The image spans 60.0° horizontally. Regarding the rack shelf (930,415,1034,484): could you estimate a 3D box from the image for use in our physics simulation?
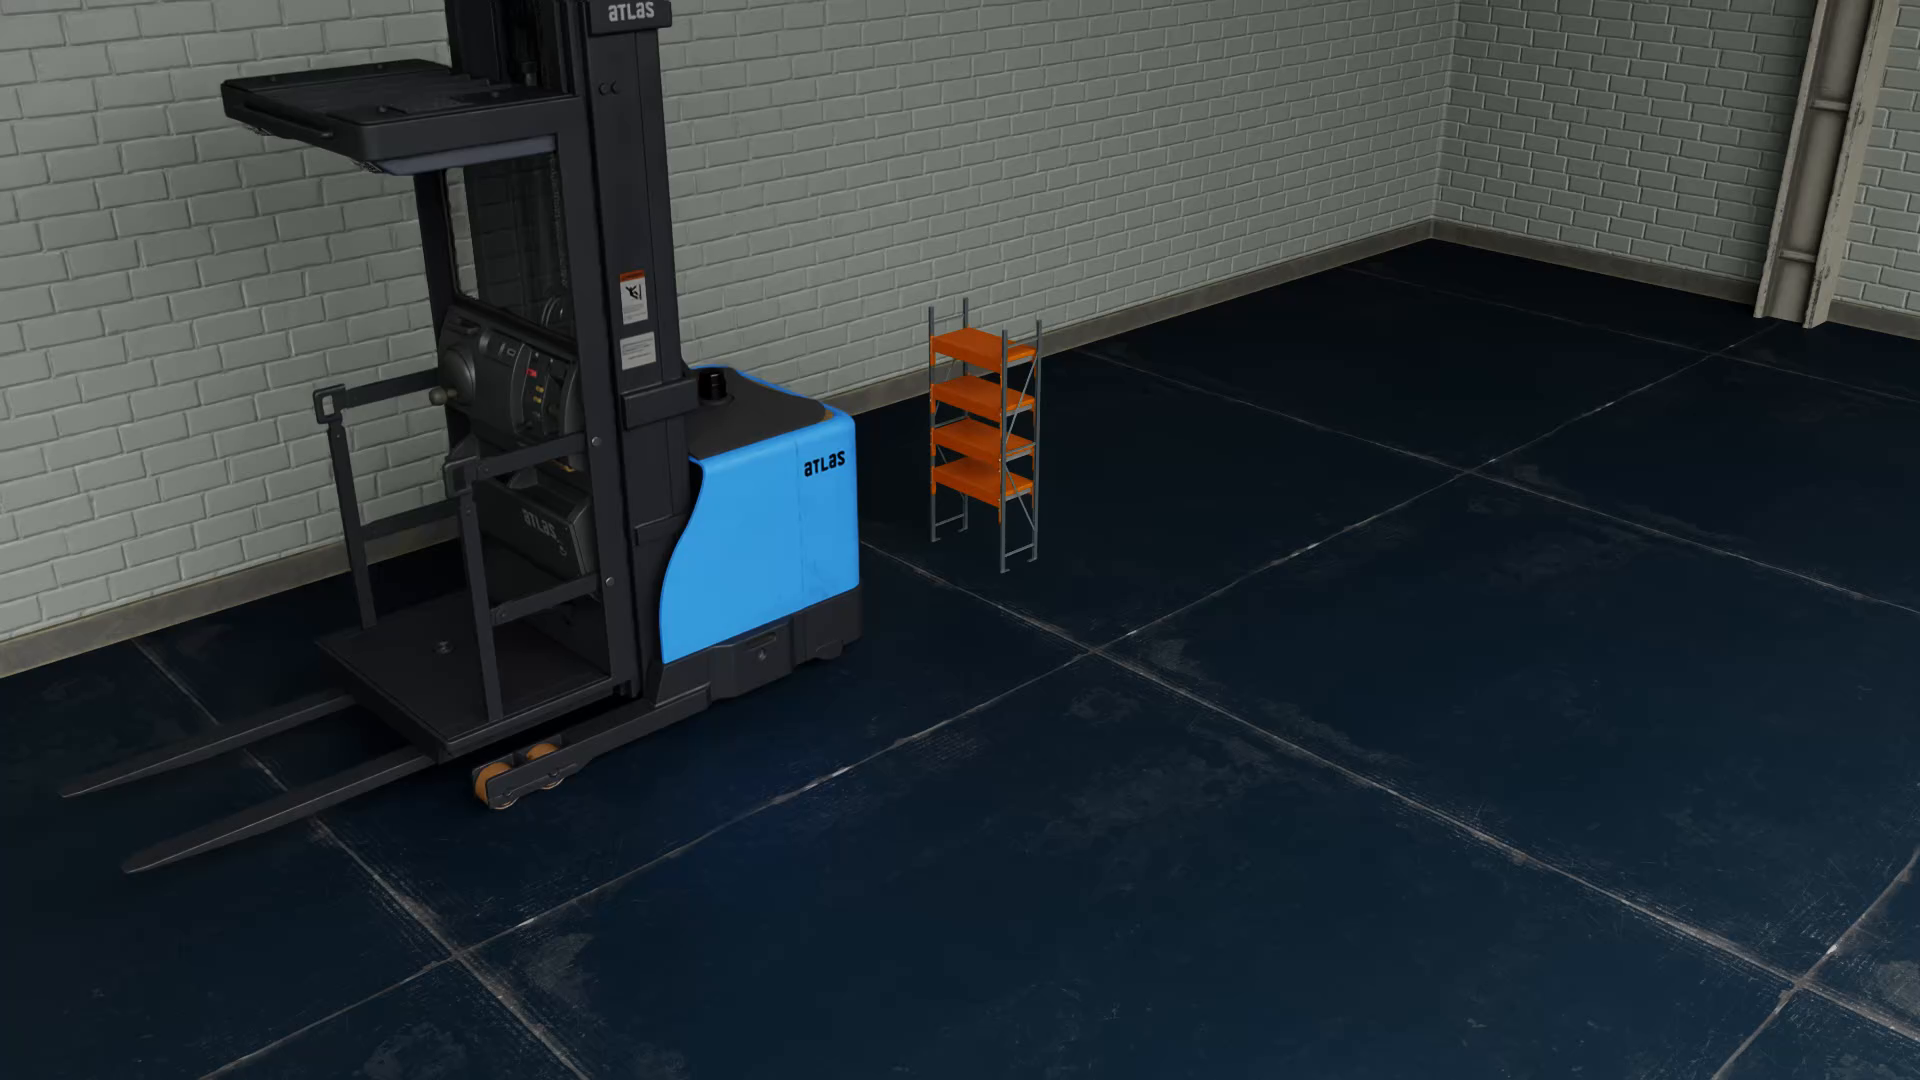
[{"bbox_3d":[0.113,-0.435,7.919,0.258,0.148,0.480,-21,32,-38],"label":"rack shelf"}]

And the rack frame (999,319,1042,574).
[{"bbox_3d":[0.280,-0.422,7.729,0.240,1.200,0.015,-21,32,-38],"label":"rack frame"}]

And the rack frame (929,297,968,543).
[{"bbox_3d":[-0.054,-0.570,8.053,0.240,1.200,0.015,-21,32,-38],"label":"rack frame"}]

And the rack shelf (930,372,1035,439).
[{"bbox_3d":[0.113,-0.638,7.826,0.258,0.148,0.480,-21,32,-38],"label":"rack shelf"}]

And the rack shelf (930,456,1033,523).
[{"bbox_3d":[0.113,-0.254,8.001,0.258,0.148,0.480,-21,32,-38],"label":"rack shelf"}]

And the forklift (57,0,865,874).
[{"bbox_3d":[-1.826,-0.591,6.014,3.031,2.935,1.130,-22,32,-39],"label":"forklift"}]

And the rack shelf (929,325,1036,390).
[{"bbox_3d":[0.113,-0.853,7.728,0.258,0.148,0.480,-21,32,-38],"label":"rack shelf"}]

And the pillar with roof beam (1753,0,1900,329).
[{"bbox_3d":[2.680,-4.429,7.117,9.100,9.000,0.400,-21,32,-38],"label":"pillar with roof beam"}]

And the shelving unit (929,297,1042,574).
[{"bbox_3d":[0.113,-0.496,7.891,0.258,1.200,0.503,-21,32,-38],"label":"shelving unit"}]
